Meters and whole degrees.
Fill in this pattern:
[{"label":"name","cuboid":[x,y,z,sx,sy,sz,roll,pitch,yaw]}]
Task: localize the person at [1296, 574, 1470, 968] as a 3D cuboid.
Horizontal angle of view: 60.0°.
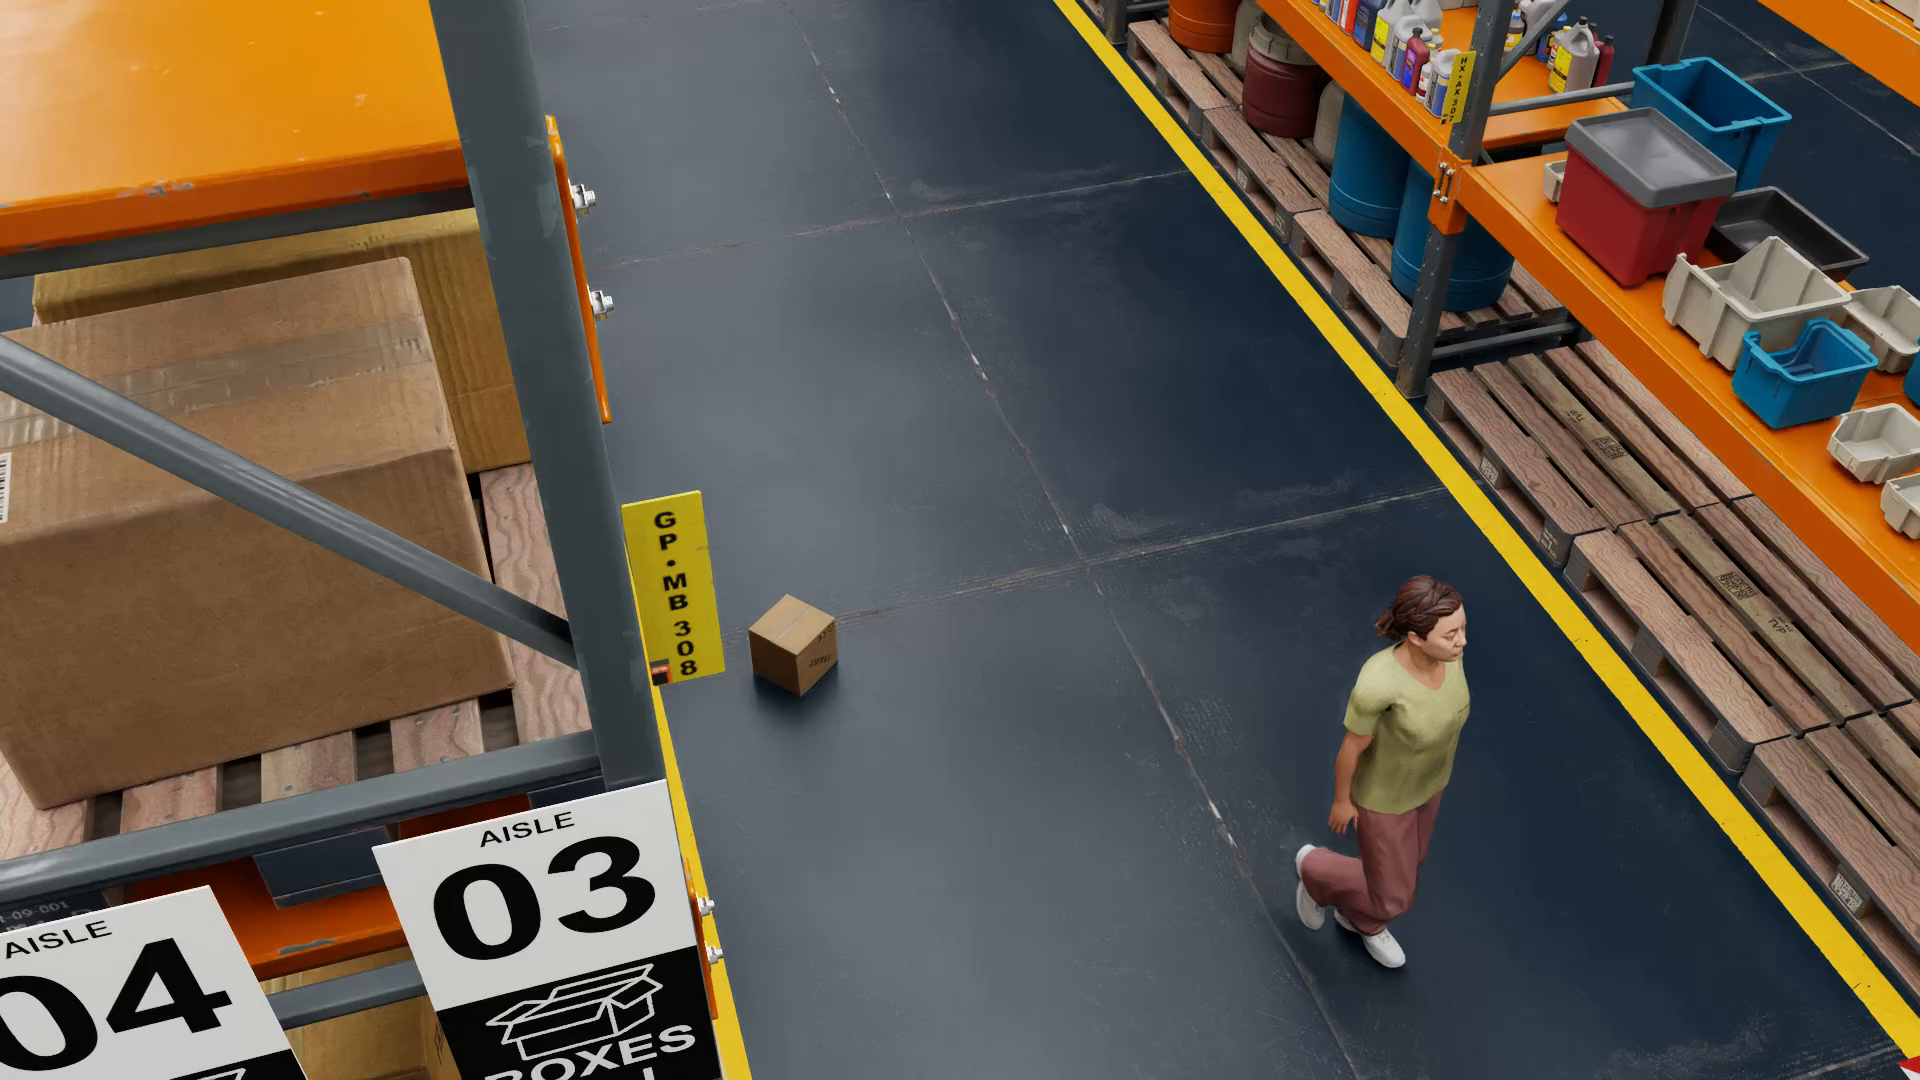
[{"label":"person","cuboid":[1.379,0.770,5.280,0.468,1.668,0.487,-26,49,-26]}]
